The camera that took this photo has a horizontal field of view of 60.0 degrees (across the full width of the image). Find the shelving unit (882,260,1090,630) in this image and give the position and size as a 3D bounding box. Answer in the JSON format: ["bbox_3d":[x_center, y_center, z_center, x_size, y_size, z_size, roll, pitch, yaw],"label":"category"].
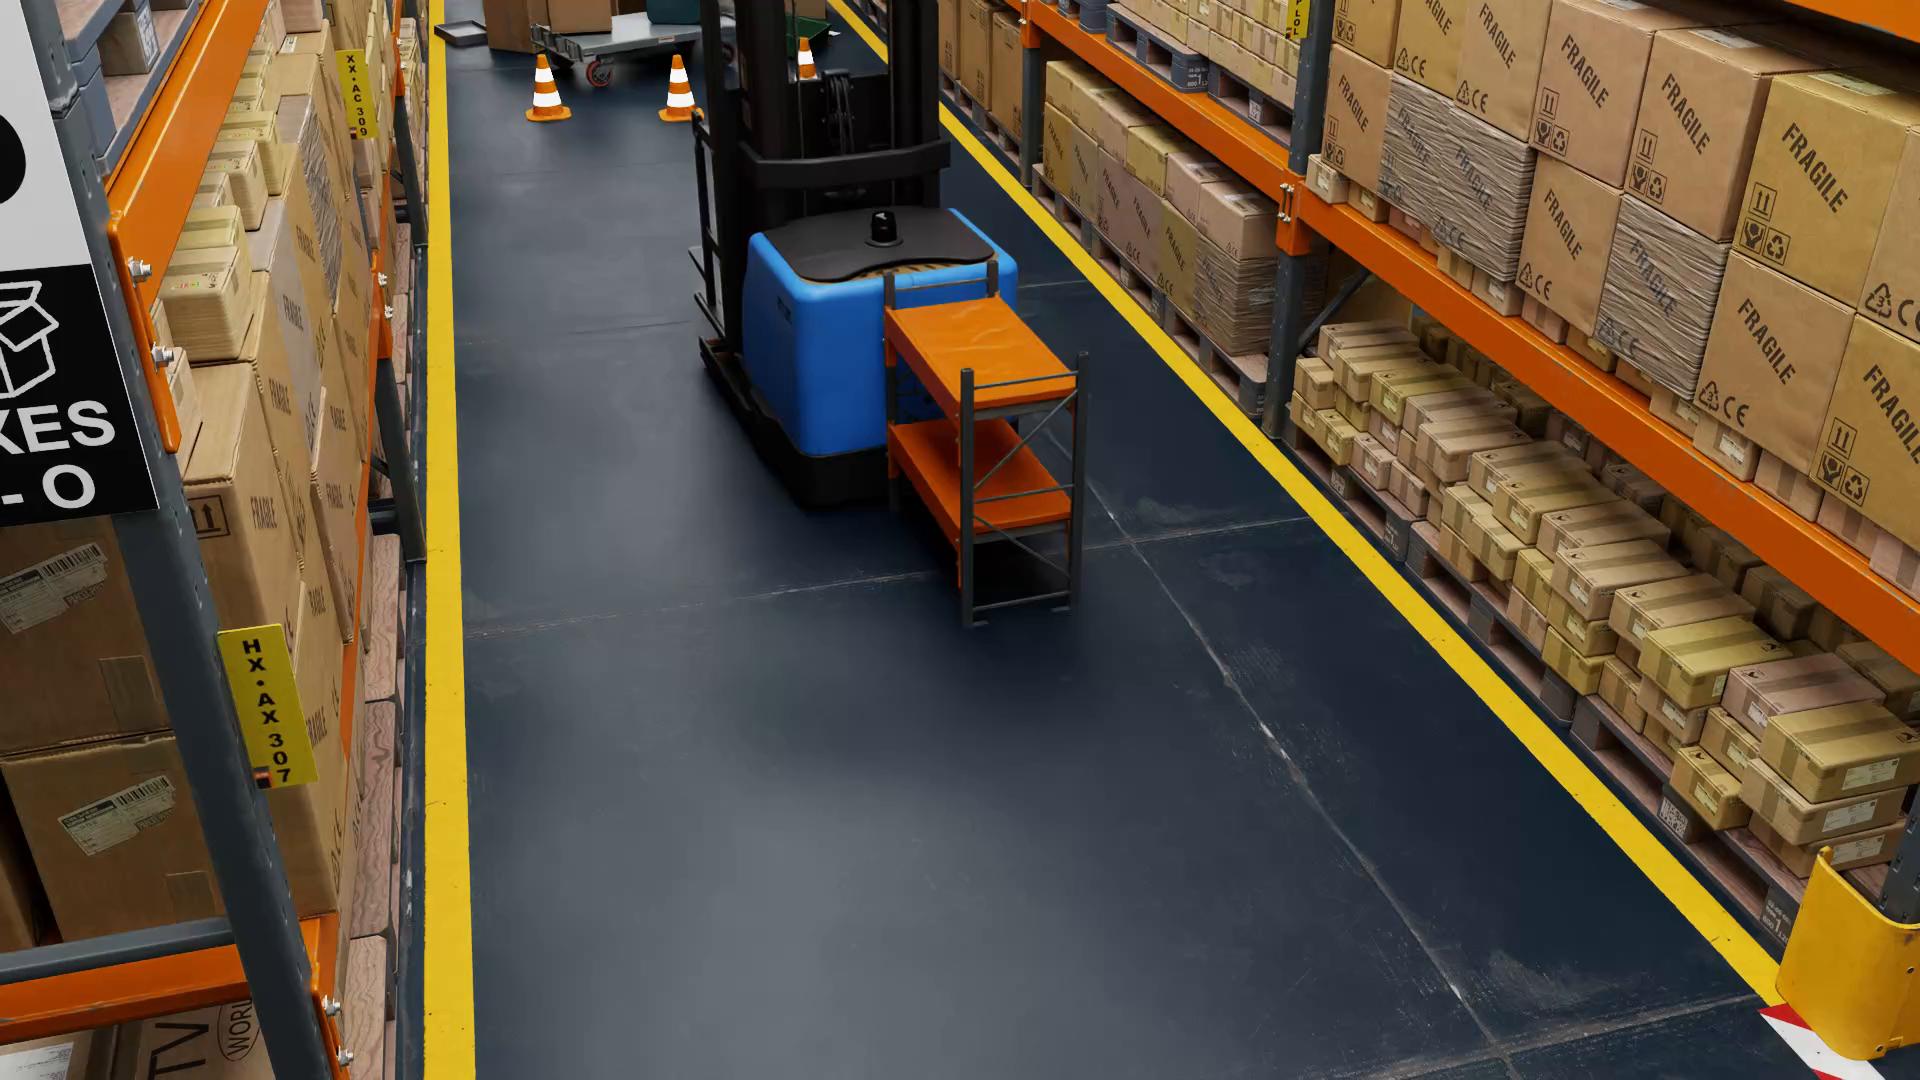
[{"bbox_3d":[0.082,-0.416,6.846,0.538,1.125,1.048,-10,31,-16],"label":"shelving unit"}]

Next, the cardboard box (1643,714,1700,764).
[{"bbox_3d":[2.545,0.635,5.585,0.380,0.149,0.250,-8,31,-14],"label":"cardboard box"}]

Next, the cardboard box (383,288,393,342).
[{"bbox_3d":[-3.258,-1.152,7.948,0.875,0.875,0.875,-7,31,-12],"label":"cardboard box"}]

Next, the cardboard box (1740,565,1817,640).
[{"bbox_3d":[2.949,0.191,5.759,0.380,0.149,0.250,-9,31,-16],"label":"cardboard box"}]

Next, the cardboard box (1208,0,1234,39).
[{"bbox_3d":[1.470,-2.619,8.315,0.380,0.149,0.250,-9,31,-15],"label":"cardboard box"}]

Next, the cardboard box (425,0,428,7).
[{"bbox_3d":[-5.206,-5.095,15.384,0.500,0.250,0.500,-9,31,-15],"label":"cardboard box"}]

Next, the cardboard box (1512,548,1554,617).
[{"bbox_3d":[2.284,0.140,6.143,0.380,0.149,0.250,-6,31,-11],"label":"cardboard box"}]

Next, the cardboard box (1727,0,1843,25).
[{"bbox_3d":[2.780,-1.540,5.522,0.500,0.500,0.500,-9,31,-15],"label":"cardboard box"}]

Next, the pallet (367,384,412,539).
[{"bbox_3d":[-3.046,-0.322,7.595,1.003,0.211,1.213,-8,31,-13],"label":"pallet"}]

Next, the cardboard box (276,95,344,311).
[{"bbox_3d":[-2.106,-0.960,4.816,0.500,0.500,0.500,-7,31,-13],"label":"cardboard box"}]

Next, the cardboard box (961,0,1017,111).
[{"bbox_3d":[0.605,-3.741,12.545,1.050,0.750,0.750,-7,31,-13],"label":"cardboard box"}]

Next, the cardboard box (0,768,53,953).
[{"bbox_3d":[-2.090,0.525,3.249,0.500,0.500,0.500,-8,31,-13],"label":"cardboard box"}]

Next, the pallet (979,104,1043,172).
[{"bbox_3d":[0.779,-2.989,12.203,1.003,0.211,1.213,-8,31,-13],"label":"pallet"}]

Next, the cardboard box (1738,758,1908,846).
[{"bbox_3d":[2.623,0.766,5.063,0.380,0.149,0.250,-9,31,-15],"label":"cardboard box"}]

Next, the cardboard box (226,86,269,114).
[{"bbox_3d":[-2.022,-1.074,4.365,0.380,0.149,0.250,-8,31,-13],"label":"cardboard box"}]

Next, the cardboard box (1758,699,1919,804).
[{"bbox_3d":[2.654,0.632,4.997,0.380,0.149,0.250,-7,31,-13],"label":"cardboard box"}]

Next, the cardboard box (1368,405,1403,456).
[{"bbox_3d":[2.018,-0.509,7.264,0.380,0.149,0.250,-8,31,-14],"label":"cardboard box"}]

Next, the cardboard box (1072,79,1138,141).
[{"bbox_3d":[1.000,-2.619,10.108,0.500,0.250,0.500,-8,31,-14],"label":"cardboard box"}]

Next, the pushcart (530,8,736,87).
[{"bbox_3d":[-2.707,-4.222,14.168,1.648,0.377,0.936,-20,35,-30],"label":"pushcart"}]

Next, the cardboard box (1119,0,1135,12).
[{"bbox_3d":[1.129,-3.116,9.472,0.380,0.149,0.250,-7,31,-12],"label":"cardboard box"}]

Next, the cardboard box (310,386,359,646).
[{"bbox_3d":[-1.836,-0.036,4.218,0.500,0.500,0.500,-8,31,-14],"label":"cardboard box"}]

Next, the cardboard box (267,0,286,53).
[{"bbox_3d":[-2.415,-1.674,5.403,0.380,0.149,0.250,-7,31,-12],"label":"cardboard box"}]

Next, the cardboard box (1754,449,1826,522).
[{"bbox_3d":[2.569,-0.196,4.845,0.380,0.149,0.250,-8,31,-14],"label":"cardboard box"}]

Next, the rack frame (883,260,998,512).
[{"bbox_3d":[-0.079,-0.657,7.263,0.500,1.125,0.032,-10,31,-16],"label":"rack frame"}]

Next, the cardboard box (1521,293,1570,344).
[{"bbox_3d":[2.249,-0.831,5.942,0.380,0.149,0.250,-7,31,-11],"label":"cardboard box"}]

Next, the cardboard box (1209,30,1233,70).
[{"bbox_3d":[1.481,-2.478,8.369,0.380,0.149,0.250,-9,31,-16],"label":"cardboard box"}]

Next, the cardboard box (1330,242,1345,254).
[{"bbox_3d":[2.036,-1.689,8.502,0.500,0.250,0.500,-9,31,-15],"label":"cardboard box"}]

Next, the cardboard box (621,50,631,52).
[{"bbox_3d":[-3.039,-4.525,14.803,0.396,0.266,0.258,19,35,29],"label":"cardboard box"}]

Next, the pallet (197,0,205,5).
[{"bbox_3d":[-2.241,-1.441,3.839,1.003,0.211,1.213,-8,31,-13],"label":"pallet"}]

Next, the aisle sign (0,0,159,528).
[{"bbox_3d":[-1.408,-0.363,2.287,0.394,0.787,0.004,-8,31,-13],"label":"aisle sign"}]

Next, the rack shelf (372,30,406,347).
[{"bbox_3d":[-3.299,-1.820,8.119,1.077,0.370,4.000,-8,31,-13],"label":"rack shelf"}]

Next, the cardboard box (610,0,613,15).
[{"bbox_3d":[-3.047,-5.369,16.024,0.637,0.503,0.797,19,35,29],"label":"cardboard box"}]

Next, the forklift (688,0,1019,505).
[{"bbox_3d":[-0.734,-2.149,8.036,1.130,2.935,3.031,-11,32,-18],"label":"forklift"}]

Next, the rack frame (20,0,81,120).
[{"bbox_3d":[-1.707,-1.830,1.429,1.000,3.000,0.127,-8,31,-13],"label":"rack frame"}]

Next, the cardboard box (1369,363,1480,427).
[{"bbox_3d":[1.999,-0.628,7.173,0.380,0.149,0.250,-8,31,-14],"label":"cardboard box"}]

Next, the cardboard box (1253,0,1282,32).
[{"bbox_3d":[1.610,-2.501,7.814,0.380,0.149,0.250,-9,31,-15],"label":"cardboard box"}]

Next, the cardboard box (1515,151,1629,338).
[{"bbox_3d":[2.273,-1.031,5.640,0.500,0.500,0.500,-6,31,-11],"label":"cardboard box"}]

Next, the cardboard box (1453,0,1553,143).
[{"bbox_3d":[2.118,-1.731,5.852,0.500,0.500,0.500,-7,31,-12],"label":"cardboard box"}]

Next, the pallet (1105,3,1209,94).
[{"bbox_3d":[1.480,-2.771,9.235,1.003,0.211,1.213,-8,31,-13],"label":"pallet"}]

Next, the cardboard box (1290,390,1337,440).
[{"bbox_3d":[1.764,-0.602,7.723,0.380,0.149,0.250,-9,31,-15],"label":"cardboard box"}]

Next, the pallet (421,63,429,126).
[{"bbox_3d":[-4.684,-3.447,12.994,1.003,0.211,1.213,-8,31,-13],"label":"pallet"}]

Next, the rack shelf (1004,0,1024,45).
[{"bbox_3d":[0.384,-4.459,12.678,1.077,0.370,4.000,-8,31,-13],"label":"rack shelf"}]

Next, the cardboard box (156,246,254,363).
[{"bbox_3d":[-1.631,-0.457,3.299,0.380,0.149,0.250,-7,31,-12],"label":"cardboard box"}]

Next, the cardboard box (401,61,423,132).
[{"bbox_3d":[-4.370,-3.139,11.882,0.950,0.372,0.625,-7,31,-12],"label":"cardboard box"}]

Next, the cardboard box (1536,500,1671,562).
[{"bbox_3d":[2.356,-0.003,6.094,0.380,0.149,0.250,-9,31,-15],"label":"cardboard box"}]

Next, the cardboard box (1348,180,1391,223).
[{"bbox_3d":[1.877,-1.469,7.044,0.380,0.149,0.250,-7,31,-12],"label":"cardboard box"}]

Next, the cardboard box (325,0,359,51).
[{"bbox_3d":[-2.608,-1.893,6.427,0.500,0.500,0.500,-7,31,-13],"label":"cardboard box"}]

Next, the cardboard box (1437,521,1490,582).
[{"bbox_3d":[2.147,0.019,6.649,0.380,0.149,0.250,-9,31,-15],"label":"cardboard box"}]

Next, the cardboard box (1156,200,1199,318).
[{"bbox_3d":[1.402,-1.544,9.000,0.500,0.500,0.500,-9,31,-14],"label":"cardboard box"}]

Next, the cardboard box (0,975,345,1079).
[{"bbox_3d":[-1.979,1.388,3.996,0.875,0.438,0.875,-9,31,-15],"label":"cardboard box"}]

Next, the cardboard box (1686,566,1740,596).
[{"bbox_3d":[2.853,0.195,6.048,0.380,0.149,0.250,-9,31,-16],"label":"cardboard box"}]

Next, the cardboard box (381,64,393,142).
[{"bbox_3d":[-3.014,-2.091,8.017,0.500,0.250,0.500,-8,31,-14],"label":"cardboard box"}]

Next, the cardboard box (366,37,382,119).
[{"bbox_3d":[-2.887,-2.063,7.470,0.500,0.250,0.500,-7,31,-13],"label":"cardboard box"}]

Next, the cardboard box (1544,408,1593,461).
[{"bbox_3d":[2.656,-0.449,6.865,0.380,0.149,0.250,-9,31,-16],"label":"cardboard box"}]
